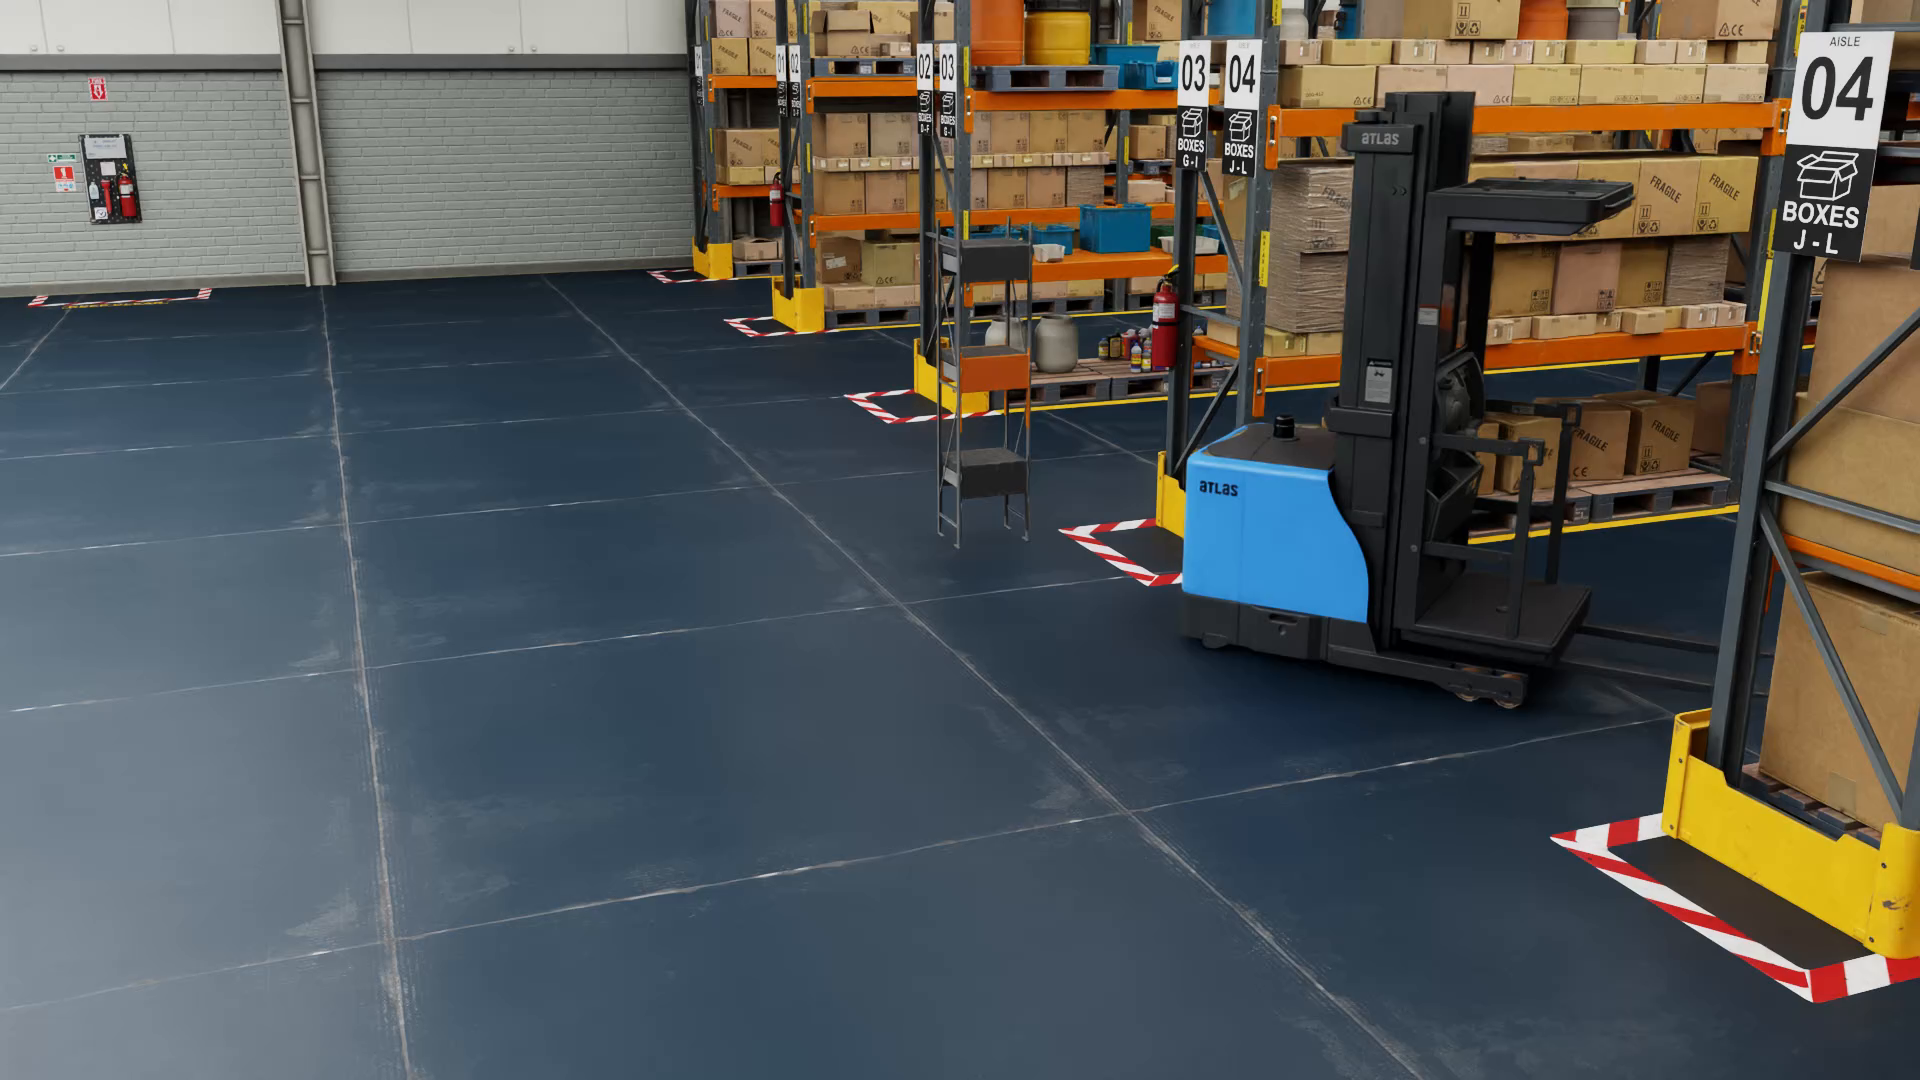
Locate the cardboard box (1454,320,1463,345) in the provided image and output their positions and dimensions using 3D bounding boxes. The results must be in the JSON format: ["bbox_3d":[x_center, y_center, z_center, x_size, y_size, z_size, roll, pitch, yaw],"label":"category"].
[{"bbox_3d":[3.147,-1.389,10.951,0.250,0.149,0.380,-6,17,-20],"label":"cardboard box"}]

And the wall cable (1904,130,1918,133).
[{"bbox_3d":[16.664,-8.804,30.617,0.112,2.526,3.097,-6,17,-20],"label":"wall cable"}]

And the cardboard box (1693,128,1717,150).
[{"bbox_3d":[10.318,-5.786,23.525,0.500,0.500,0.500,-7,18,-22],"label":"cardboard box"}]

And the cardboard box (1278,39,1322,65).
[{"bbox_3d":[1.971,-2.941,10.026,0.250,0.149,0.380,-6,18,-20],"label":"cardboard box"}]

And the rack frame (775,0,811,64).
[{"bbox_3d":[-1.910,-6.901,18.628,0.127,3.000,1.000,-6,17,-20],"label":"rack frame"}]

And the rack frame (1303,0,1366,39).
[{"bbox_3d":[3.594,-6.001,15.562,0.127,3.000,1.000,-6,17,-20],"label":"rack frame"}]

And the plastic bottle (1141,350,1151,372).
[{"bbox_3d":[1.760,-1.699,15.745,0.097,0.201,0.097,0,16,0],"label":"plastic bottle"}]

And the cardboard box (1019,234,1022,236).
[{"bbox_3d":[0.999,-3.516,20.553,0.500,0.500,0.500,-6,17,-20],"label":"cardboard box"}]

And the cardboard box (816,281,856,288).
[{"bbox_3d":[-1.515,-3.037,20.250,0.500,0.250,0.500,-6,17,-20],"label":"cardboard box"}]

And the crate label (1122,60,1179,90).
[{"bbox_3d":[1.725,-4.189,14.979,0.408,0.251,0.502,-6,17,-20],"label":"crate label"}]

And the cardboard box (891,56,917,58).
[{"bbox_3d":[-0.811,-7.062,24.287,0.500,0.500,0.500,-8,18,-25],"label":"cardboard box"}]

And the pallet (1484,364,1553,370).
[{"bbox_3d":[5.455,-1.998,17.527,1.213,0.211,1.003,-6,17,-20],"label":"pallet"}]

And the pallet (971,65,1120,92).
[{"bbox_3d":[0.666,-4.125,14.834,1.213,0.211,1.003,-6,17,-20],"label":"pallet"}]

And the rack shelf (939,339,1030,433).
[{"bbox_3d":[0.155,-1.011,10.863,0.480,0.518,0.431,-6,17,-20],"label":"rack shelf"}]

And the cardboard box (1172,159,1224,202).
[{"bbox_3d":[3.040,-4.600,21.262,0.500,0.500,0.500,-5,17,-16],"label":"cardboard box"}]

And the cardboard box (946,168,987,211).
[{"bbox_3d":[-0.025,-4.271,20.142,0.500,0.500,0.700,-6,17,-18],"label":"cardboard box"}]

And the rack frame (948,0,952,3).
[{"bbox_3d":[0.049,-8.607,24.438,0.127,3.000,1.000,-6,17,-20],"label":"rack frame"}]

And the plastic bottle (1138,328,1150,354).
[{"bbox_3d":[1.792,-1.956,16.489,0.135,0.276,0.152,-7,18,-22],"label":"plastic bottle"}]

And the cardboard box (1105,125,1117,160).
[{"bbox_3d":[2.193,-6.210,25.963,0.500,0.500,0.700,-6,17,-20],"label":"cardboard box"}]

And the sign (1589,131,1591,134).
[{"bbox_3d":[9.094,-5.790,23.955,0.005,0.325,0.100,-6,17,-20],"label":"sign"}]

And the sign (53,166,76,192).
[{"bbox_3d":[-11.819,-4.768,21.949,0.234,0.329,0.001,-6,17,-20],"label":"sign"}]

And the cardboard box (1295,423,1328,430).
[{"bbox_3d":[2.220,-0.477,11.089,0.500,0.500,0.500,-3,17,-10],"label":"cardboard box"}]

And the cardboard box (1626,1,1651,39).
[{"bbox_3d":[9.736,-7.259,23.217,0.500,0.500,0.700,-6,17,-20],"label":"cardboard box"}]

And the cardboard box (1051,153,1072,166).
[{"bbox_3d":[1.173,-4.650,20.280,0.250,0.149,0.380,-7,18,-22],"label":"cardboard box"}]

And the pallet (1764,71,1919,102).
[{"bbox_3d":[5.981,-3.203,11.690,1.003,0.211,1.213,-6,17,-20],"label":"pallet"}]

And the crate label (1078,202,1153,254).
[{"bbox_3d":[1.481,-2.993,15.903,0.616,0.435,0.502,-6,17,-20],"label":"crate label"}]

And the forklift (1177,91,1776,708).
[{"bbox_3d":[2.733,-0.743,8.426,3.031,2.935,1.130,9,19,28],"label":"forklift"}]

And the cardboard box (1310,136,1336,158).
[{"bbox_3d":[5.769,-6.469,27.062,0.500,0.500,0.500,-6,17,-19],"label":"cardboard box"}]

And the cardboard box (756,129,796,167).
[{"bbox_3d":[-2.668,-5.639,23.878,0.500,0.500,0.500,-6,17,-20],"label":"cardboard box"}]

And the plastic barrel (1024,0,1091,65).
[{"bbox_3d":[0.878,-4.598,15.031,0.600,0.588,0.600,0,16,0],"label":"plastic barrel"}]

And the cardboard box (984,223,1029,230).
[{"bbox_3d":[0.730,-4.819,25.841,0.500,0.500,0.700,-6,17,-18],"label":"cardboard box"}]

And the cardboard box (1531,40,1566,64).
[{"bbox_3d":[3.654,-3.131,10.671,0.250,0.149,0.380,-7,18,-22],"label":"cardboard box"}]

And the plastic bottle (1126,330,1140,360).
[{"bbox_3d":[1.701,-1.918,16.345,0.133,0.283,0.061,-6,17,-20],"label":"plastic bottle"}]

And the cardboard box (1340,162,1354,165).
[{"bbox_3d":[2.712,-2.119,10.509,0.500,0.500,0.500,-6,17,-20],"label":"cardboard box"}]

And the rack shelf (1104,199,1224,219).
[{"bbox_3d":[3.693,-4.282,21.635,4.000,0.370,1.077,-6,17,-20],"label":"rack shelf"}]

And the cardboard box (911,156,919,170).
[{"bbox_3d":[-0.503,-4.469,19.665,0.250,0.149,0.380,-7,18,-22],"label":"cardboard box"}]

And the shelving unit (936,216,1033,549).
[{"bbox_3d":[0.155,-1.024,10.859,0.503,2.100,0.431,-6,17,-20],"label":"shelving unit"}]

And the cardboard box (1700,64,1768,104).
[{"bbox_3d":[5.034,-3.072,11.178,0.500,0.250,0.500,-5,17,-18],"label":"cardboard box"}]

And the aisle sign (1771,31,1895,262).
[{"bbox_3d":[3.138,-1.420,5.996,0.004,0.787,0.394,-6,17,-20],"label":"aisle sign"}]

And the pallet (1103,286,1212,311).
[{"bbox_3d":[2.499,-3.173,21.527,1.213,0.211,1.003,-6,17,-20],"label":"pallet"}]

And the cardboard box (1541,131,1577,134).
[{"bbox_3d":[10.106,-6.952,28.917,0.700,0.700,0.980,-6,18,-21],"label":"cardboard box"}]

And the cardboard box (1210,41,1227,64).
[{"bbox_3d":[1.779,-3.085,10.514,0.250,0.149,0.380,-6,17,-20],"label":"cardboard box"}]

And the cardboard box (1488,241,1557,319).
[{"bbox_3d":[3.532,-1.823,11.278,0.500,0.500,0.875,-6,17,-20],"label":"cardboard box"}]

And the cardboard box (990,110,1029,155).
[{"bbox_3d":[0.474,-4.948,20.146,0.500,0.500,0.700,-6,17,-20],"label":"cardboard box"}]

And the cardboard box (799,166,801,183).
[{"bbox_3d":[-2.159,-5.335,24.172,0.500,0.250,0.500,-6,18,-21],"label":"cardboard box"}]

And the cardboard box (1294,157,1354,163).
[{"bbox_3d":[2.521,-2.259,10.986,0.500,0.500,0.500,-6,17,-20],"label":"cardboard box"}]

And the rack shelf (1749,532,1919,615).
[{"bbox_3d":[5.179,0.043,6.906,4.000,0.370,1.077,-6,17,-20],"label":"rack shelf"}]

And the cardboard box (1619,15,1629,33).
[{"bbox_3d":[8.799,-6.938,22.976,0.600,0.600,0.600,-8,18,-25],"label":"cardboard box"}]

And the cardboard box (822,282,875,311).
[{"bbox_3d":[-1.330,-2.900,19.786,0.500,0.250,0.500,-6,17,-20],"label":"cardboard box"}]

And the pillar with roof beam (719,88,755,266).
[{"bbox_3d":[-1.802,-7.370,20.223,0.400,9.000,9.100,-6,17,-20],"label":"pillar with roof beam"}]

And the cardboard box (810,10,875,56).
[{"bbox_3d":[-1.372,-5.837,19.151,0.637,0.503,0.797,-5,17,-16],"label":"cardboard box"}]

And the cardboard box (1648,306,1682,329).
[{"bbox_3d":[4.779,-1.568,11.558,0.250,0.149,0.380,-6,17,-20],"label":"cardboard box"}]

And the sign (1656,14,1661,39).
[{"bbox_3d":[9.497,-6.963,22.546,0.005,0.325,0.100,-6,17,-20],"label":"sign"}]

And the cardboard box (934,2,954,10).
[{"bbox_3d":[-0.322,-7.584,24.288,0.500,0.500,0.500,-8,18,-25],"label":"cardboard box"}]
